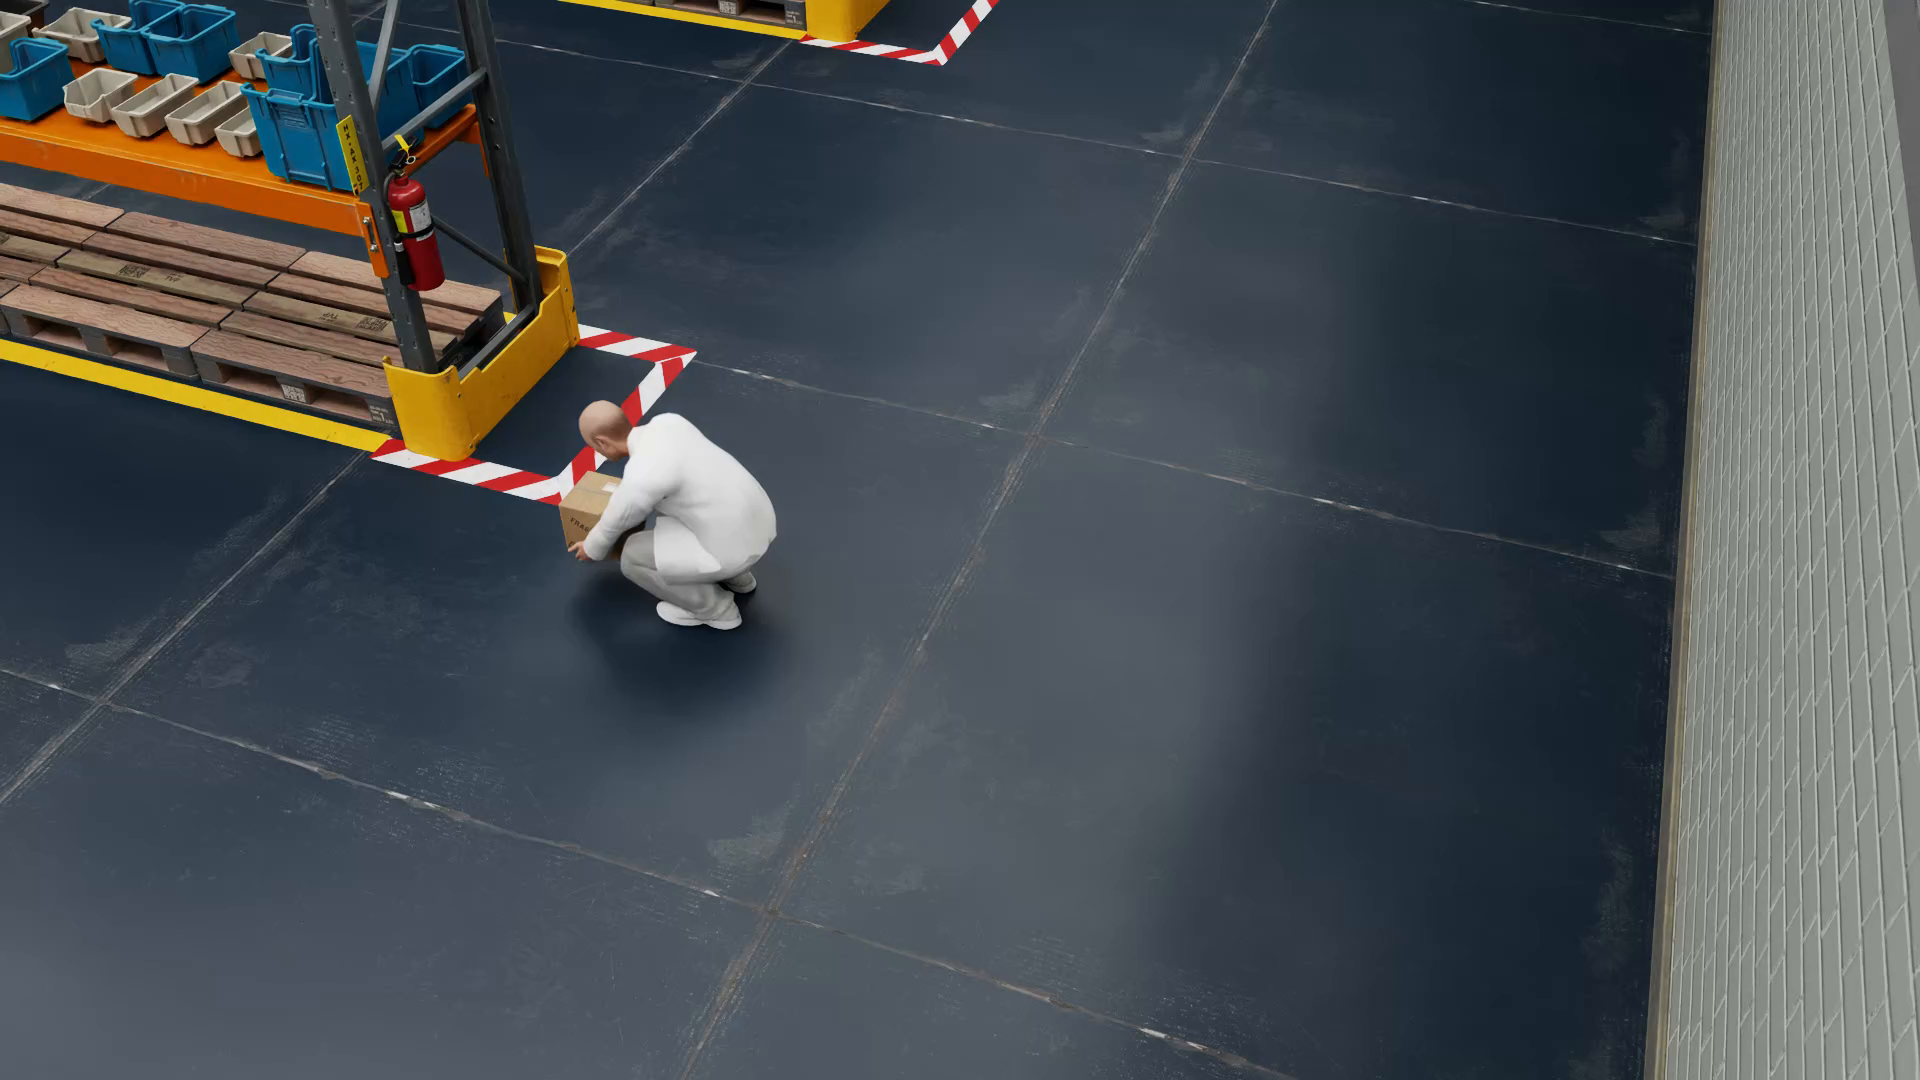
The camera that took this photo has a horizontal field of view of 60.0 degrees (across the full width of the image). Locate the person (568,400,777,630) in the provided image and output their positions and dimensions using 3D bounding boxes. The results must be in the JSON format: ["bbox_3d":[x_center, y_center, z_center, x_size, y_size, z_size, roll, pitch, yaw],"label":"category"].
[{"bbox_3d":[-1.208,-0.141,6.945,0.896,0.982,0.595,13,43,15],"label":"person"}]
